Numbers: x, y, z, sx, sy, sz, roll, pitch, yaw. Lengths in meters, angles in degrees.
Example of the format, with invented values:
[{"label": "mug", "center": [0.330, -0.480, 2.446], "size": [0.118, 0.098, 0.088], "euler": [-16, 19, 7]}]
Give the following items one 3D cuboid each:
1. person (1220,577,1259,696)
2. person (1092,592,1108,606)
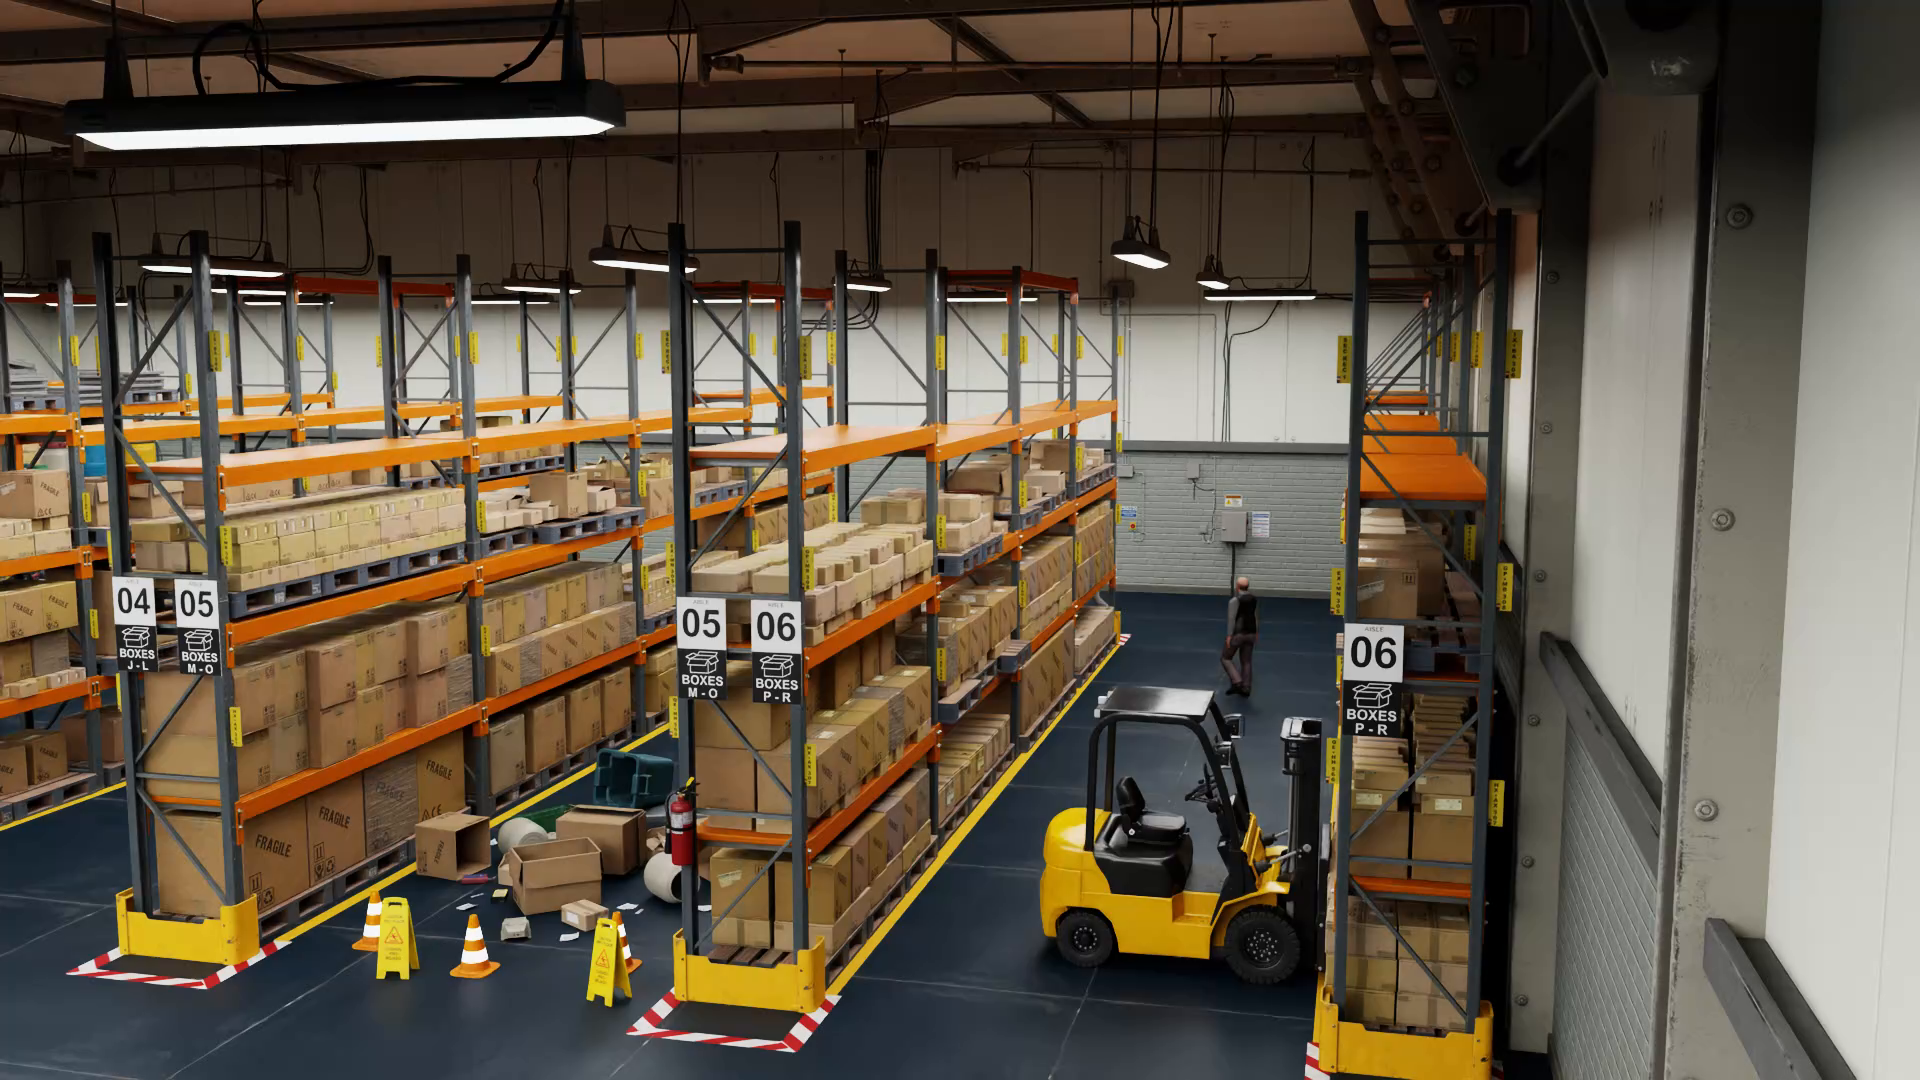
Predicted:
[{"label": "person", "center": [4.072, 1.391, 23.982], "size": [0.571, 1.722, 0.453], "euler": [-3, 8, -26]}, {"label": "person", "center": [2.292, 0.710, 29.860], "size": [1.000, 1.632, 0.466], "euler": [-1, 7, -6]}]
